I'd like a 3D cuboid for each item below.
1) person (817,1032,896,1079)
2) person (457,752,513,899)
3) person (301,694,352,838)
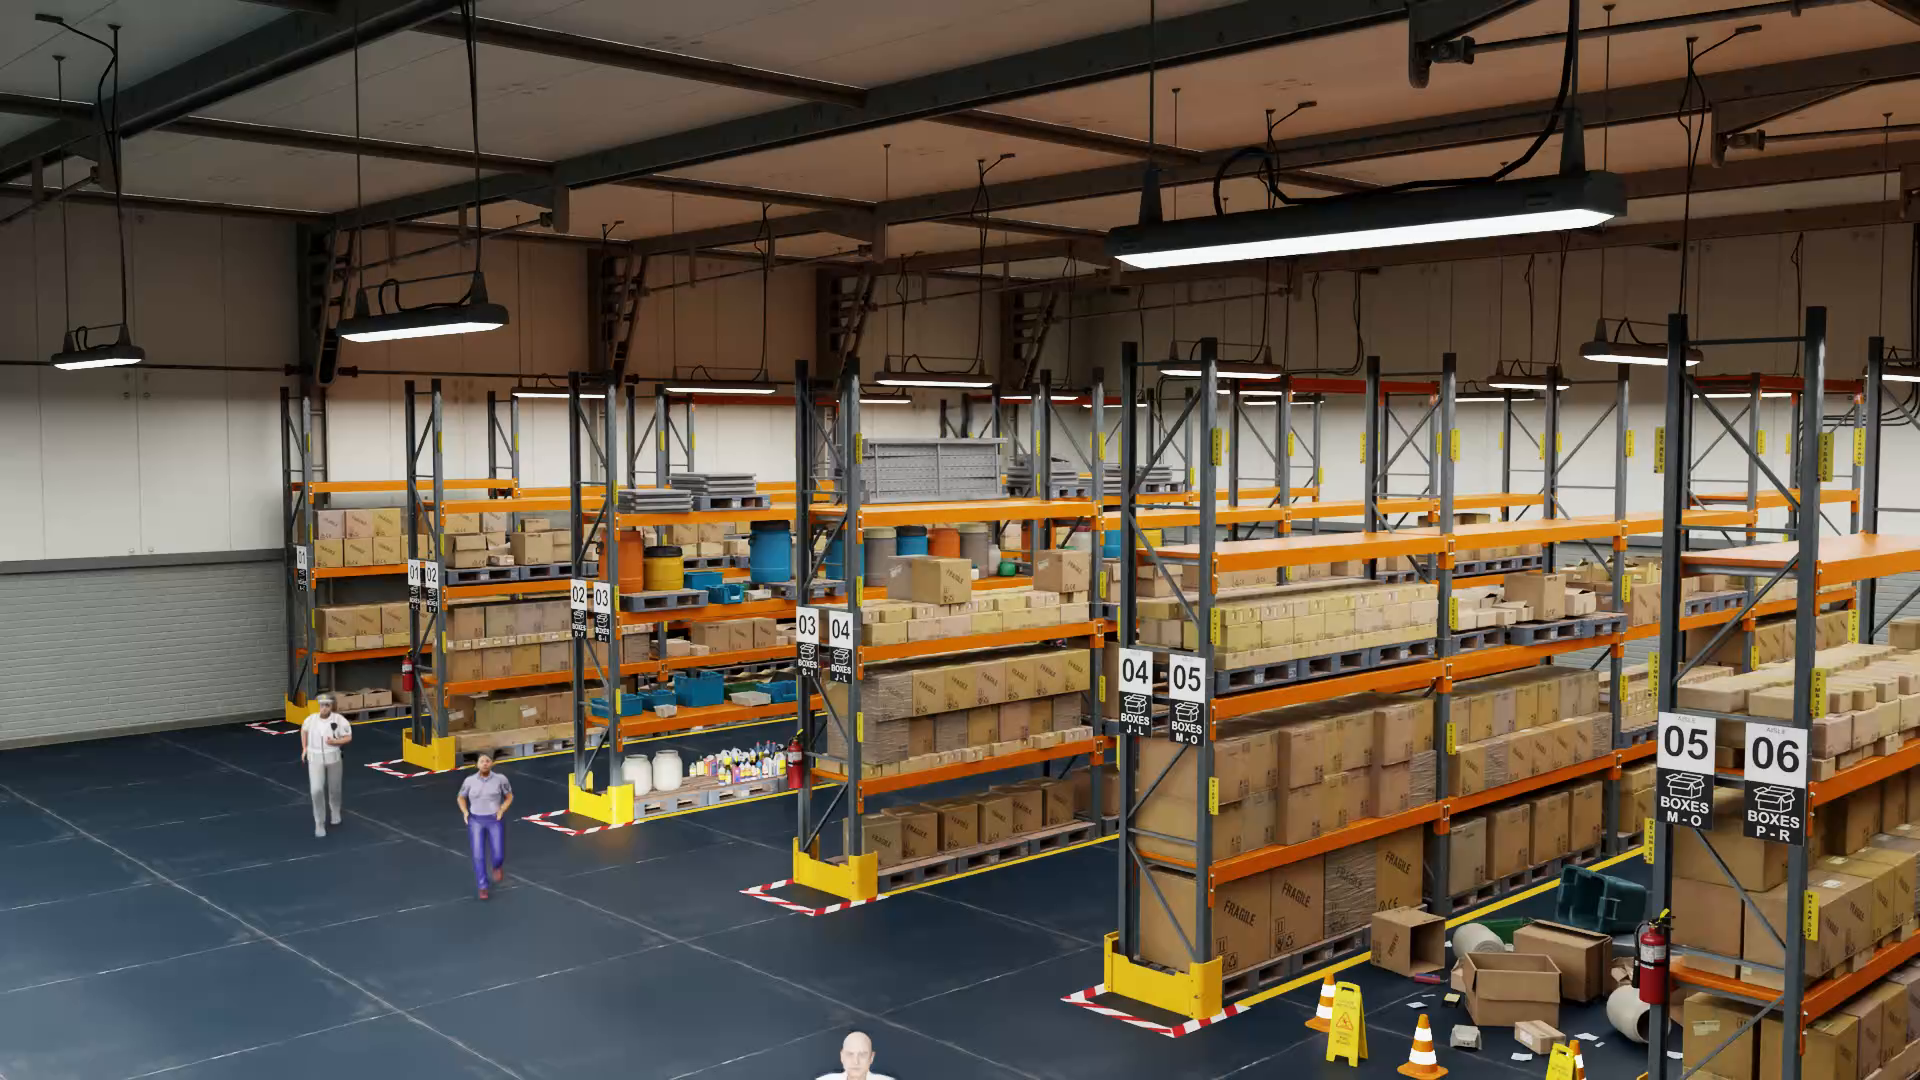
[{"bbox_3d":[-0.599,3.682,9.519,0.719,1.743,0.883,0,4,1],"label":"person"},{"bbox_3d":[-5.321,3.174,18.641,0.609,1.596,0.595,-1,4,-15],"label":"person"},{"bbox_3d":[-8.232,2.895,21.625,0.634,1.837,0.892,-1,4,-18],"label":"person"}]
